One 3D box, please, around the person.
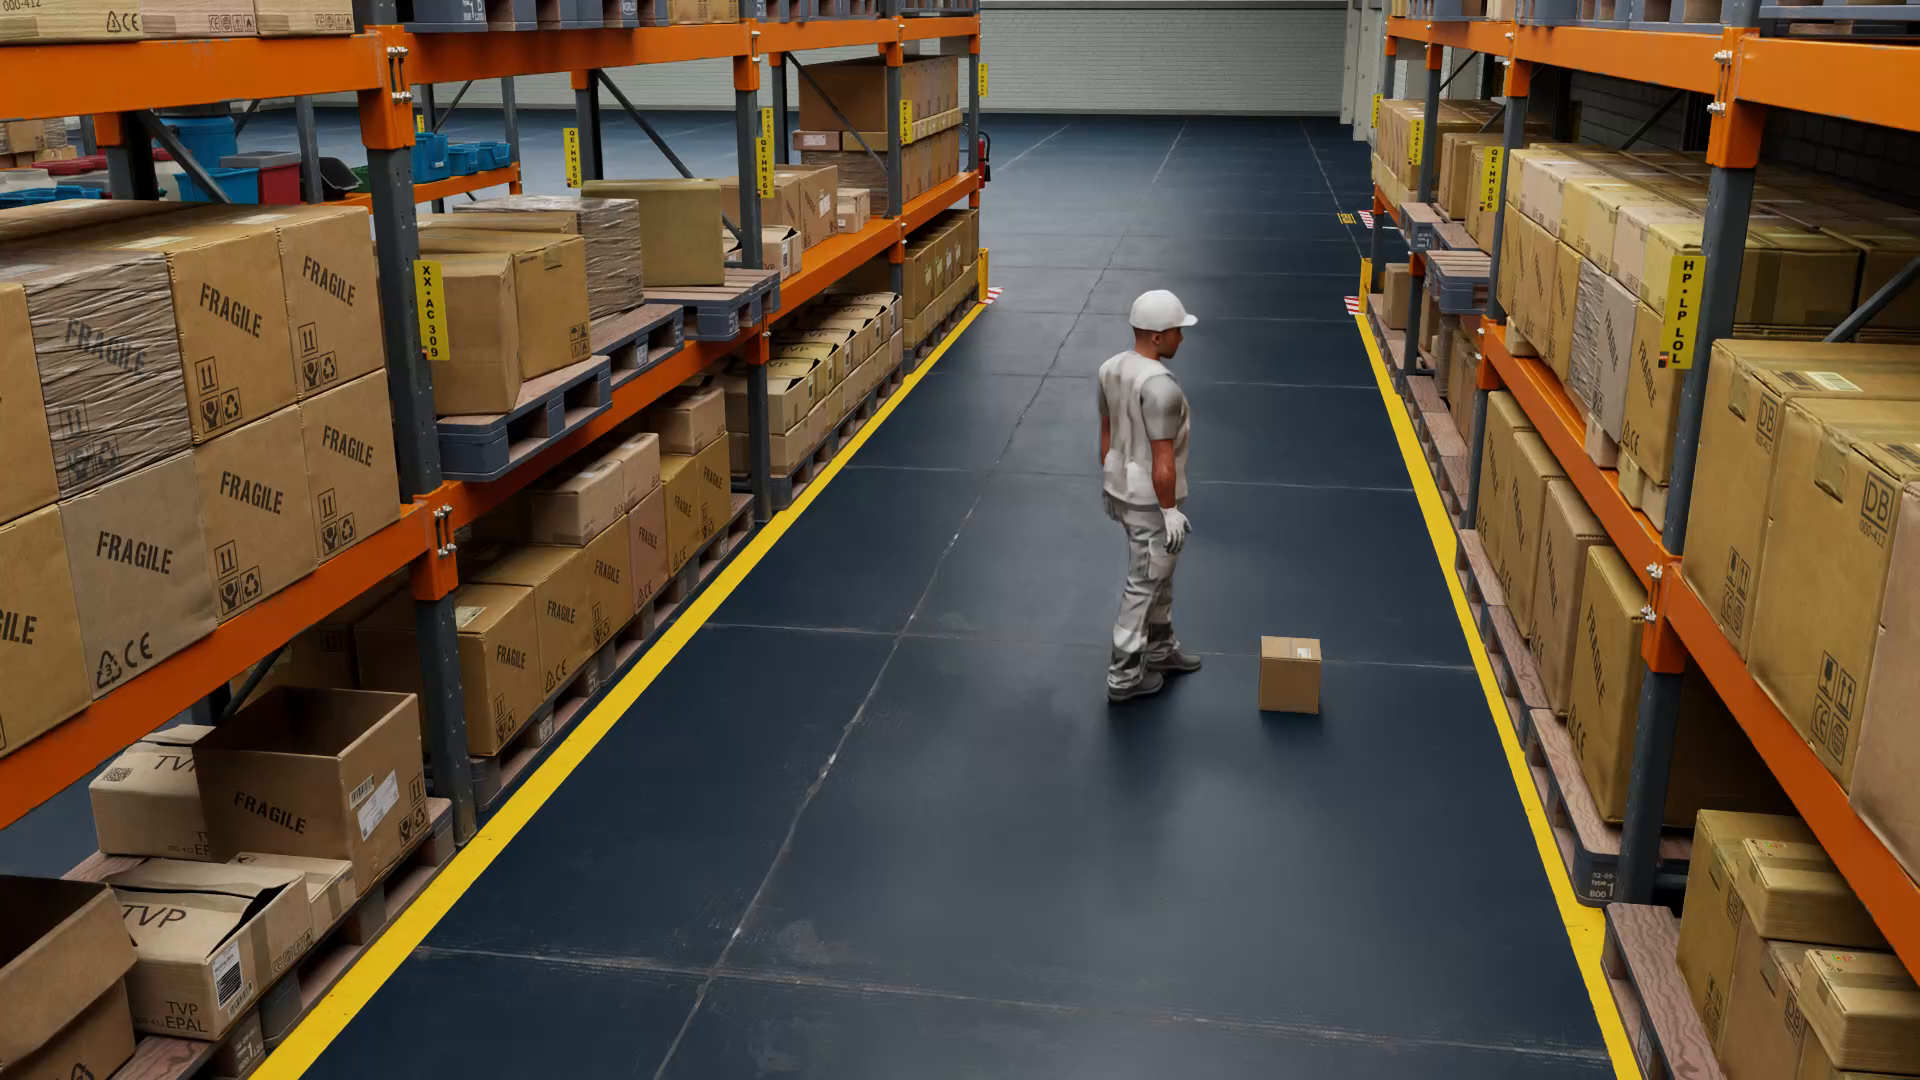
[{"bbox_3d":[0.908,-0.185,7.079,0.587,1.786,0.572,-7,19,-20],"label":"person"}]
